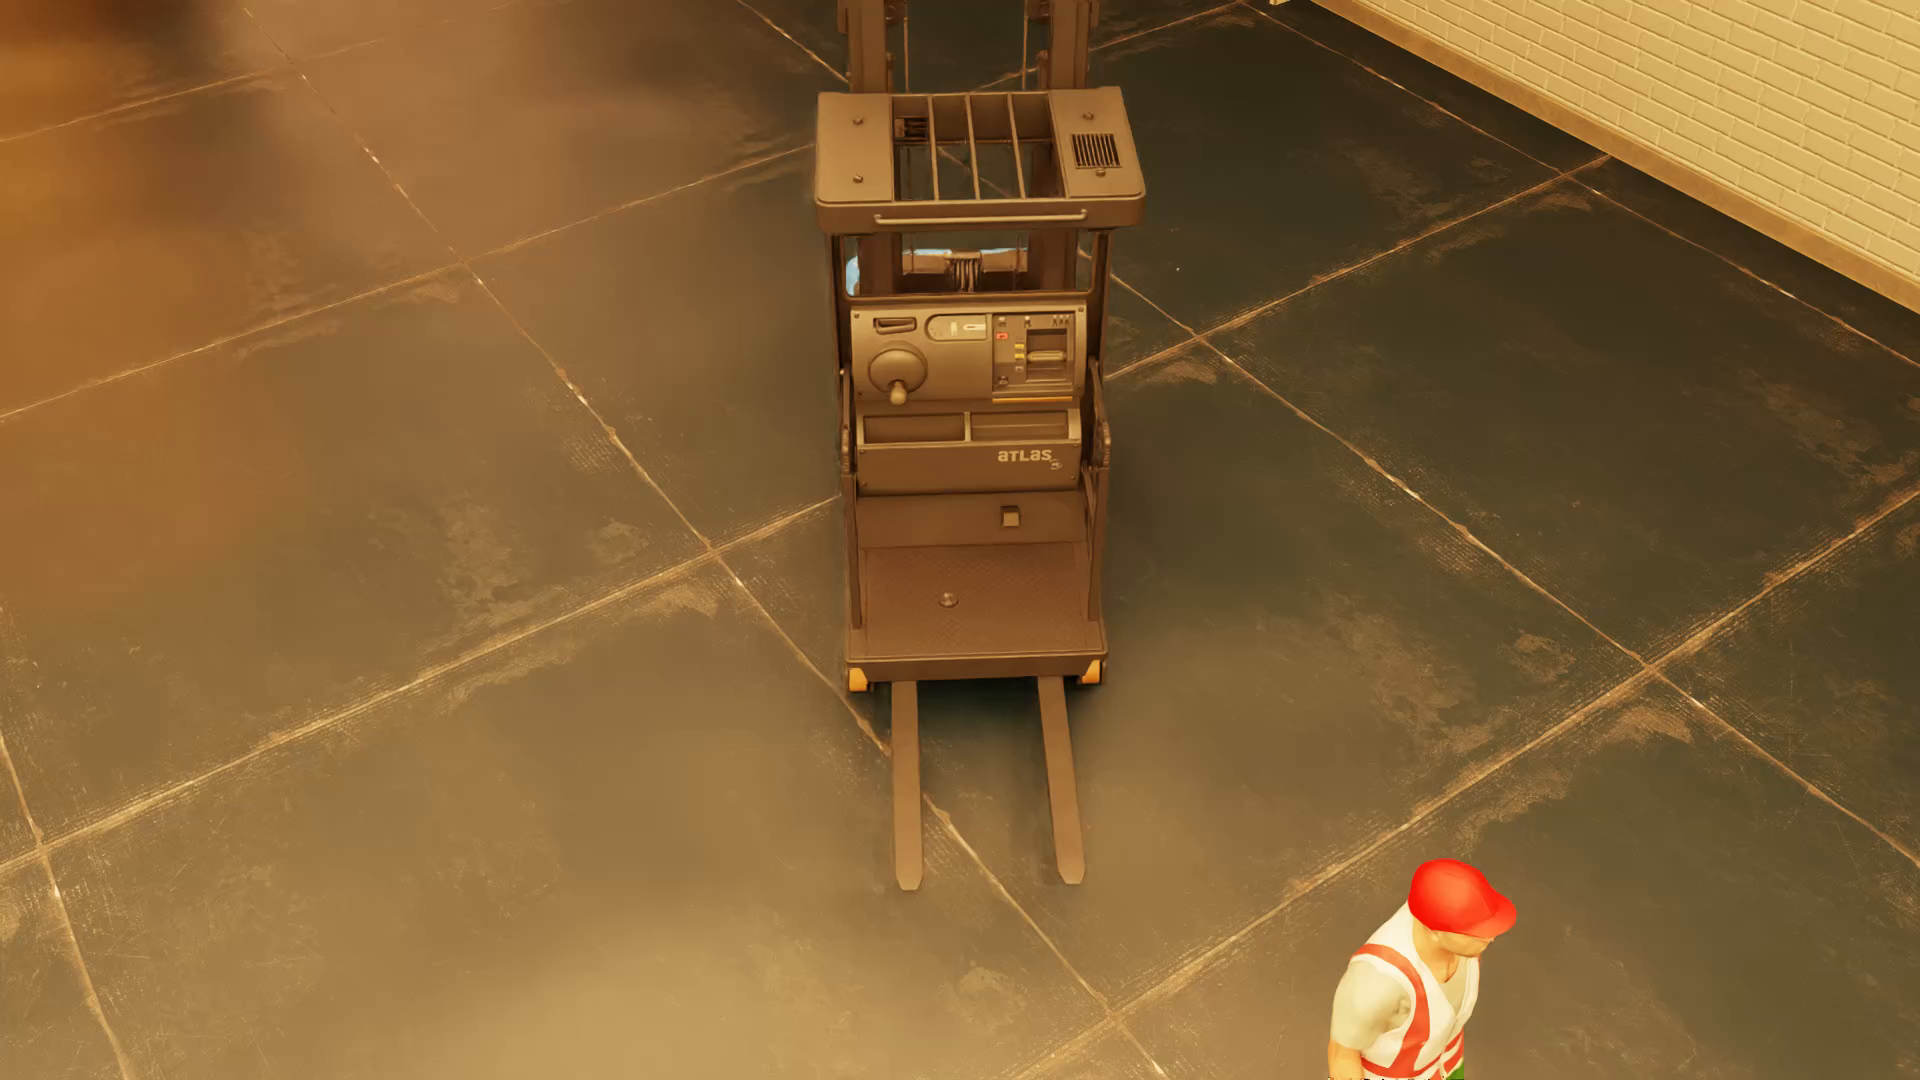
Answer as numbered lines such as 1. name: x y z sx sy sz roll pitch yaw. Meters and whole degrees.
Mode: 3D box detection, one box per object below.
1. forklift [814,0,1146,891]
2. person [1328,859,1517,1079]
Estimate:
1. forklift: 0.048 -0.654 6.425 1.130 2.935 3.031 -2 43 -2
2. person: 1.337 1.586 4.863 0.631 1.811 0.501 -33 52 -30
